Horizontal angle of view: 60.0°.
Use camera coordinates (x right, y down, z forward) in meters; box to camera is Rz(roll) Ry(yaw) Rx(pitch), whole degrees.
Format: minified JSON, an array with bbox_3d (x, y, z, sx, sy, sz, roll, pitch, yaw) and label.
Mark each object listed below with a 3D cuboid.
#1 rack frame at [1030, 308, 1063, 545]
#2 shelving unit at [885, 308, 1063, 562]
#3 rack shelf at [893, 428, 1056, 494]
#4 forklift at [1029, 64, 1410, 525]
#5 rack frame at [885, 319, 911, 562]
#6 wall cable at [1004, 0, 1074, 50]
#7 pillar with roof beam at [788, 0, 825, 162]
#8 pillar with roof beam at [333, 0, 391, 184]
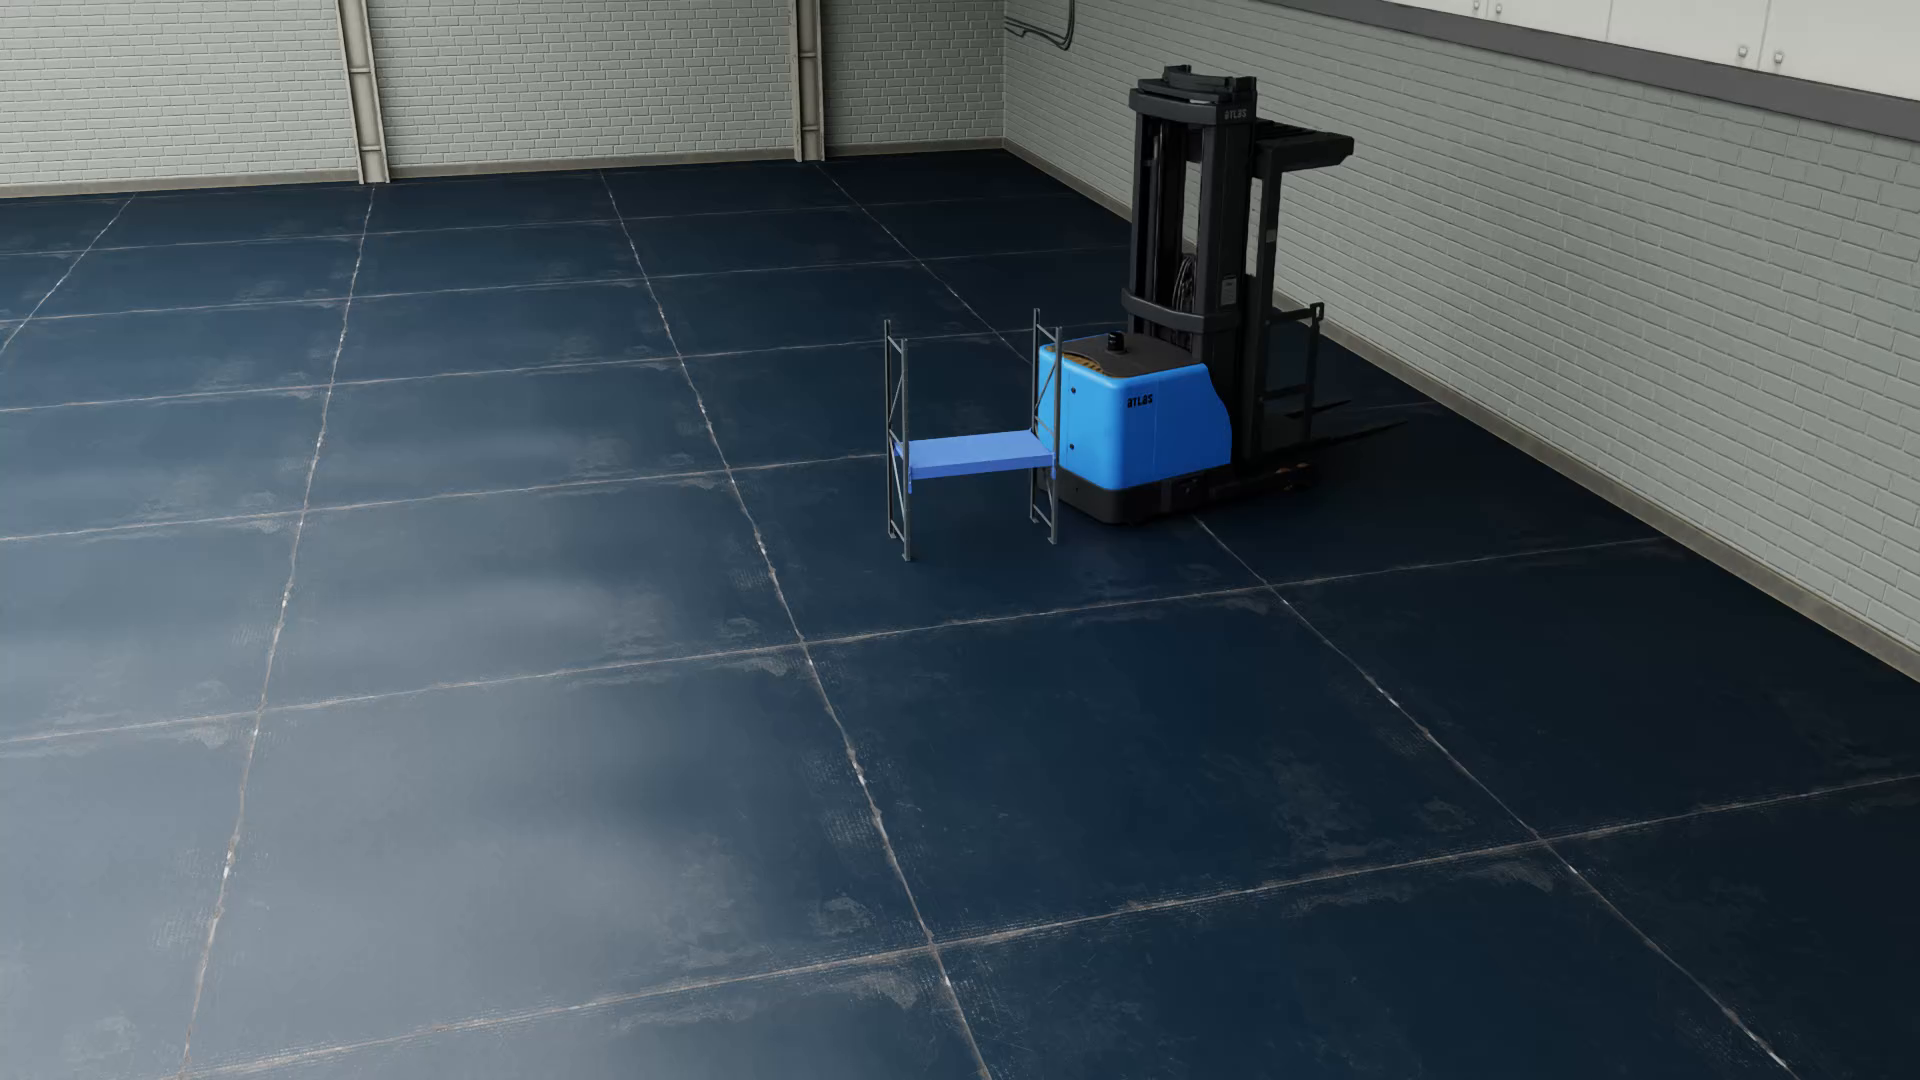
[{"bbox_3d":[0.572,-0.752,11.102,0.032,1.500,0.500,-6,24,-14],"label":"rack frame"},{"bbox_3d":[0.082,-0.698,10.975,1.048,1.500,0.538,-6,24,-14],"label":"shelving unit"},{"bbox_3d":[0.082,-0.533,11.046,1.000,0.185,0.538,-6,24,-14],"label":"rack shelf"},{"bbox_3d":[2.021,-1.867,11.885,3.031,2.935,1.130,-14,27,-29],"label":"forklift"},{"bbox_3d":[-0.407,-0.644,10.849,0.032,1.500,0.500,-6,24,-14],"label":"rack frame"},{"bbox_3d":[1.014,-8.043,22.521,0.112,2.526,3.097,-6,24,-14],"label":"wall cable"},{"bbox_3d":[-1.017,-8.024,18.538,0.400,9.000,9.100,-6,24,-14],"label":"pillar with roof beam"},{"bbox_3d":[-6.794,-7.385,17.049,0.400,9.000,9.100,-6,24,-14],"label":"pillar with roof beam"}]
